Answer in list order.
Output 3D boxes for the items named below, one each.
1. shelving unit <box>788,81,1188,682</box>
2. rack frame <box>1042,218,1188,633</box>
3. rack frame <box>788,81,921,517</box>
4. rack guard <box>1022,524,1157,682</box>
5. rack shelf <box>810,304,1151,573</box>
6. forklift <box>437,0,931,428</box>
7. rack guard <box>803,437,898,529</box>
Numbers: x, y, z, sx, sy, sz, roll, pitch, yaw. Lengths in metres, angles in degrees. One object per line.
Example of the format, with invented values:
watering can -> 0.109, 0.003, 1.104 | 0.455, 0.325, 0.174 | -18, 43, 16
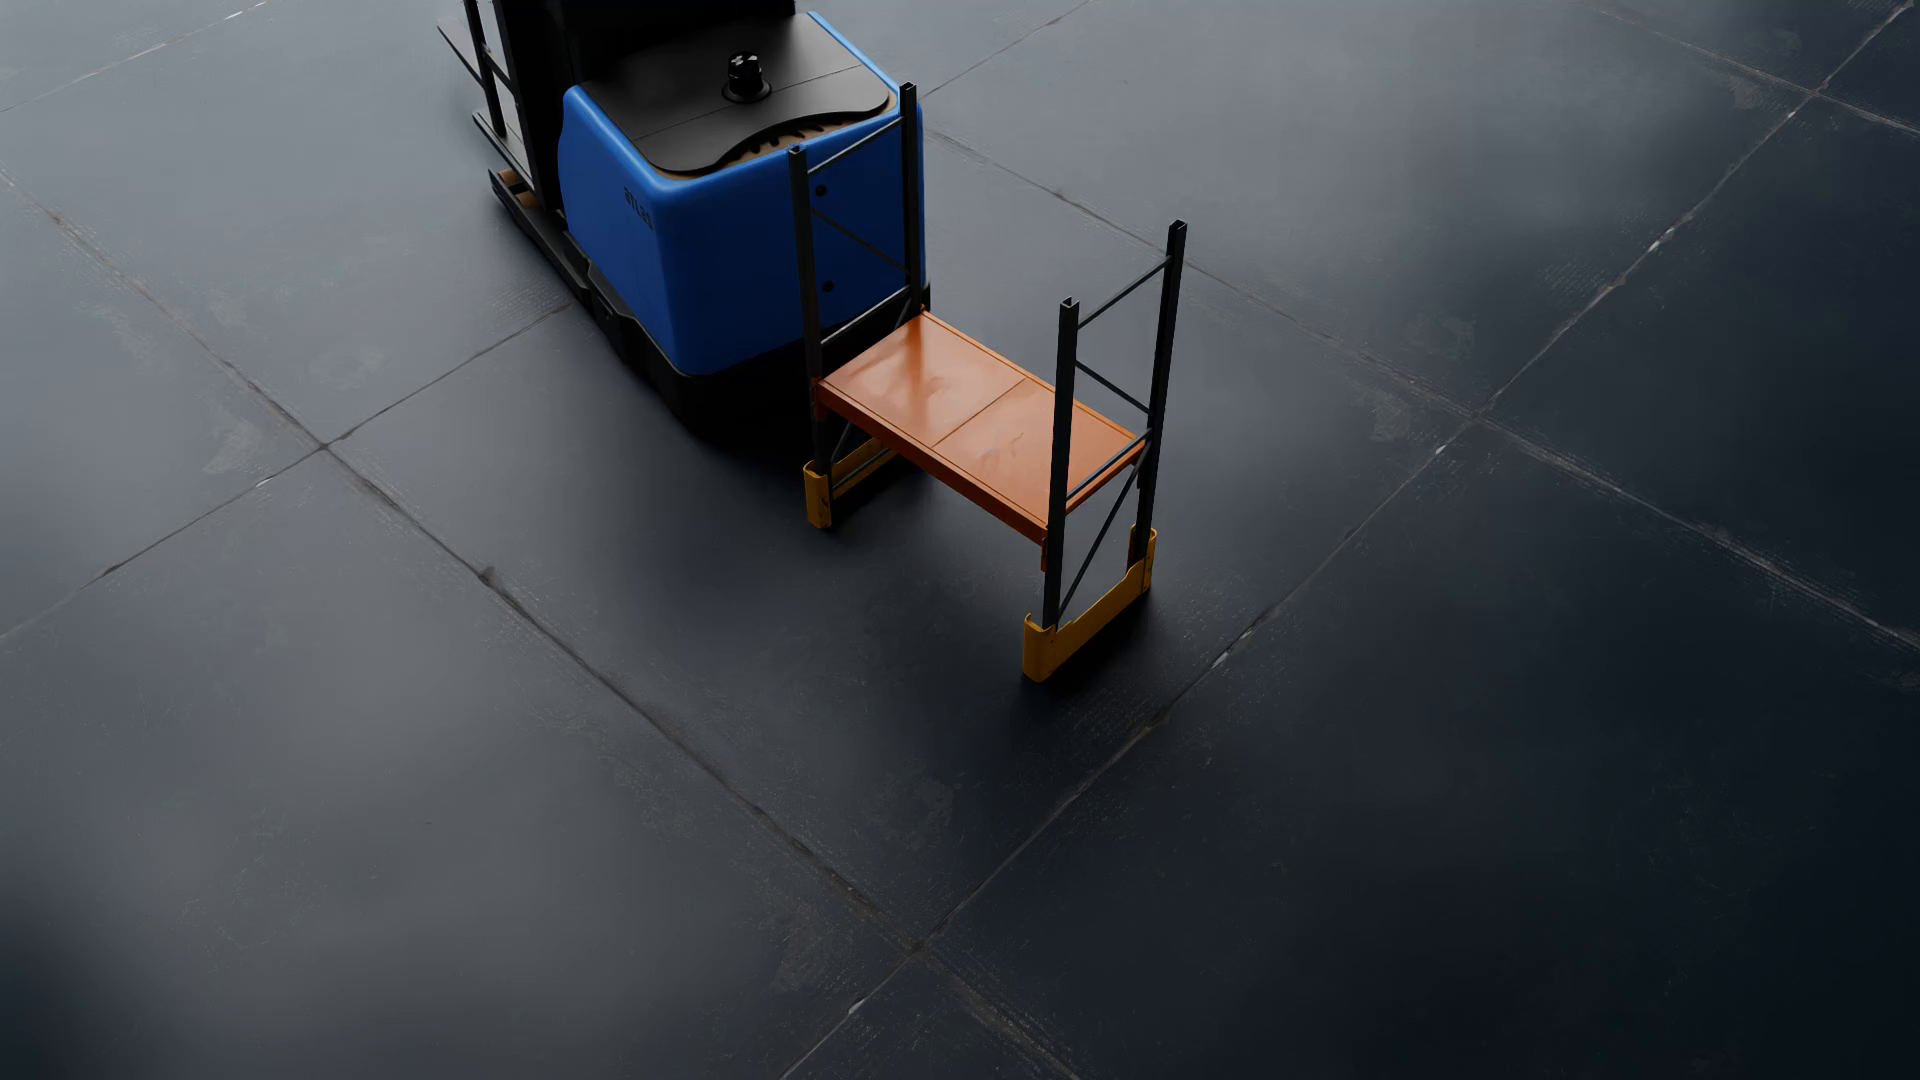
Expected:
shelving unit -> 0.056, -0.476, 5.168 | 1.083, 1.500, 0.587 | 34, 55, 28
rack frame -> 0.436, -0.220, 4.928 | 0.032, 1.500, 0.500 | 34, 55, 28
rack frame -> -0.311, -0.723, 5.400 | 0.032, 1.500, 0.500 | 34, 55, 28
rack guard -> 0.422, 0.198, 5.392 | 0.087, 0.250, 0.587 | 34, 55, 28
rack shelf -> 0.063, -0.348, 5.295 | 1.000, 0.185, 0.538 | 34, 55, 28
forklift -> -1.329, -2.465, 6.054 | 1.130, 2.935, 3.031 | -25, 52, -22
rack guard -> -0.310, -0.294, 5.855 | 0.087, 0.250, 0.587 | 34, 55, 28
